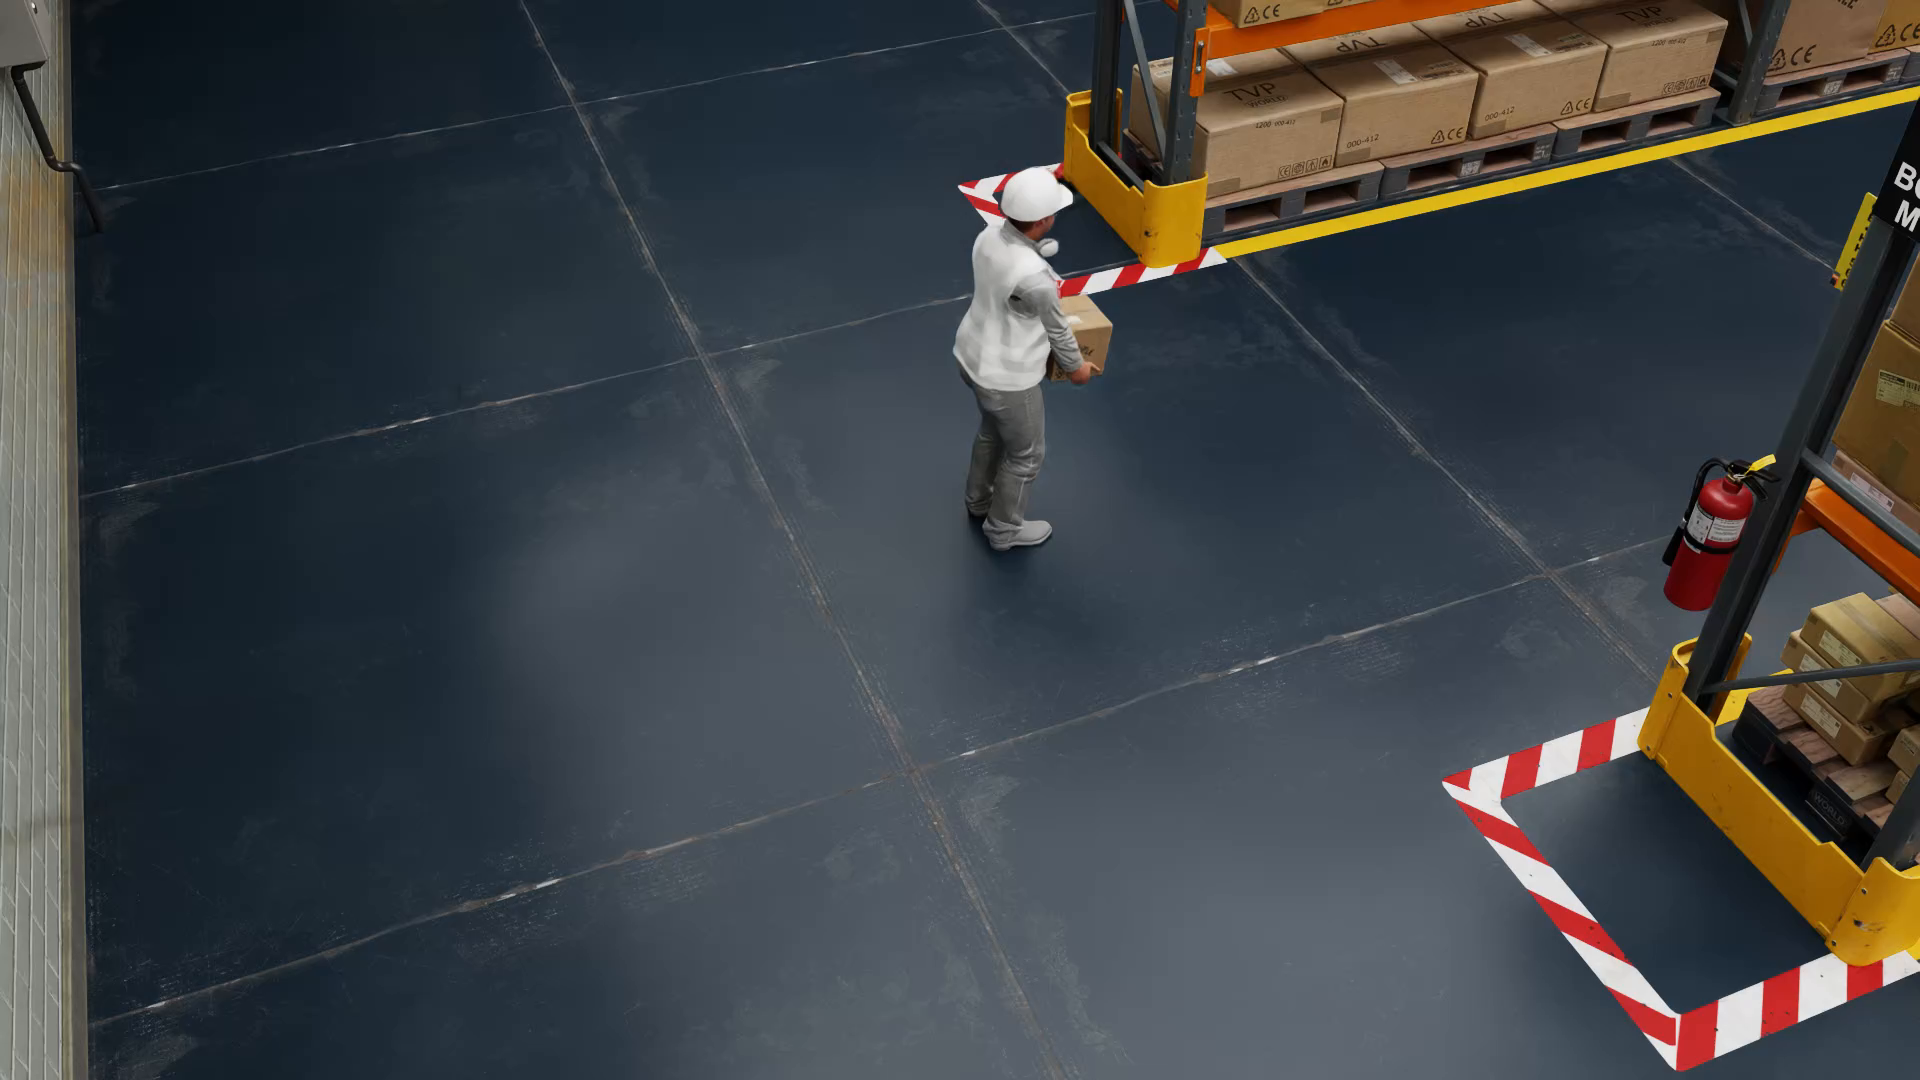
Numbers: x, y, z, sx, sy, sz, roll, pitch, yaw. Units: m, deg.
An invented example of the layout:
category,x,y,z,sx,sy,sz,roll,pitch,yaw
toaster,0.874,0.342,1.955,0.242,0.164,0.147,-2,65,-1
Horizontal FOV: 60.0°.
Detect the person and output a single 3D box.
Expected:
category,x,y,z,sx,sy,sz,roll,pitch,yaw
person,0.269,-0.767,7.019,0.574,1.762,0.489,-16,44,-17
